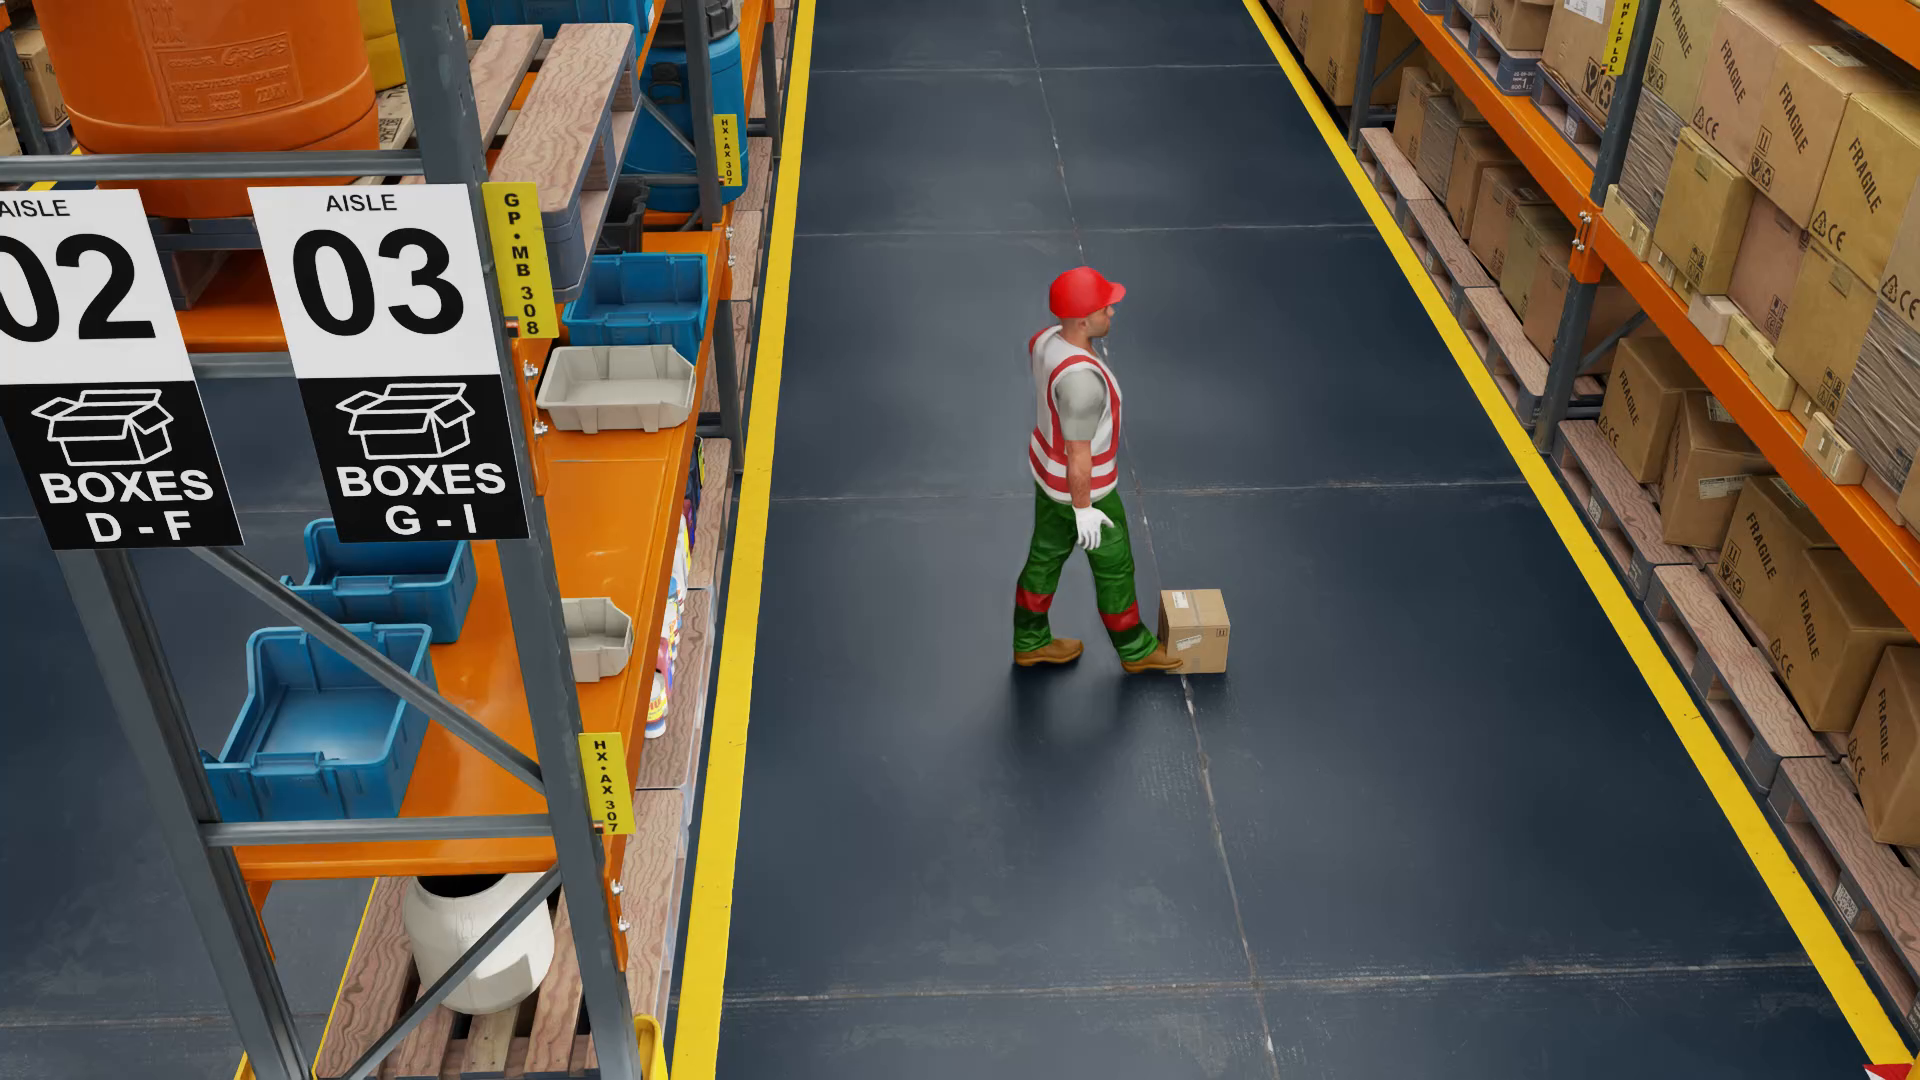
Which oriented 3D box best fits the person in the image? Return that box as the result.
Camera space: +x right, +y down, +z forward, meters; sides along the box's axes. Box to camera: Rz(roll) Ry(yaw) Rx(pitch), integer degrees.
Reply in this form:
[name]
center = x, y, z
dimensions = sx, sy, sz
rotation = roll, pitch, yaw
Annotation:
[person]
center = 0.575, -0.253, 6.464
dimensions = 0.718, 1.780, 0.555
rotation = -9, 36, -13
